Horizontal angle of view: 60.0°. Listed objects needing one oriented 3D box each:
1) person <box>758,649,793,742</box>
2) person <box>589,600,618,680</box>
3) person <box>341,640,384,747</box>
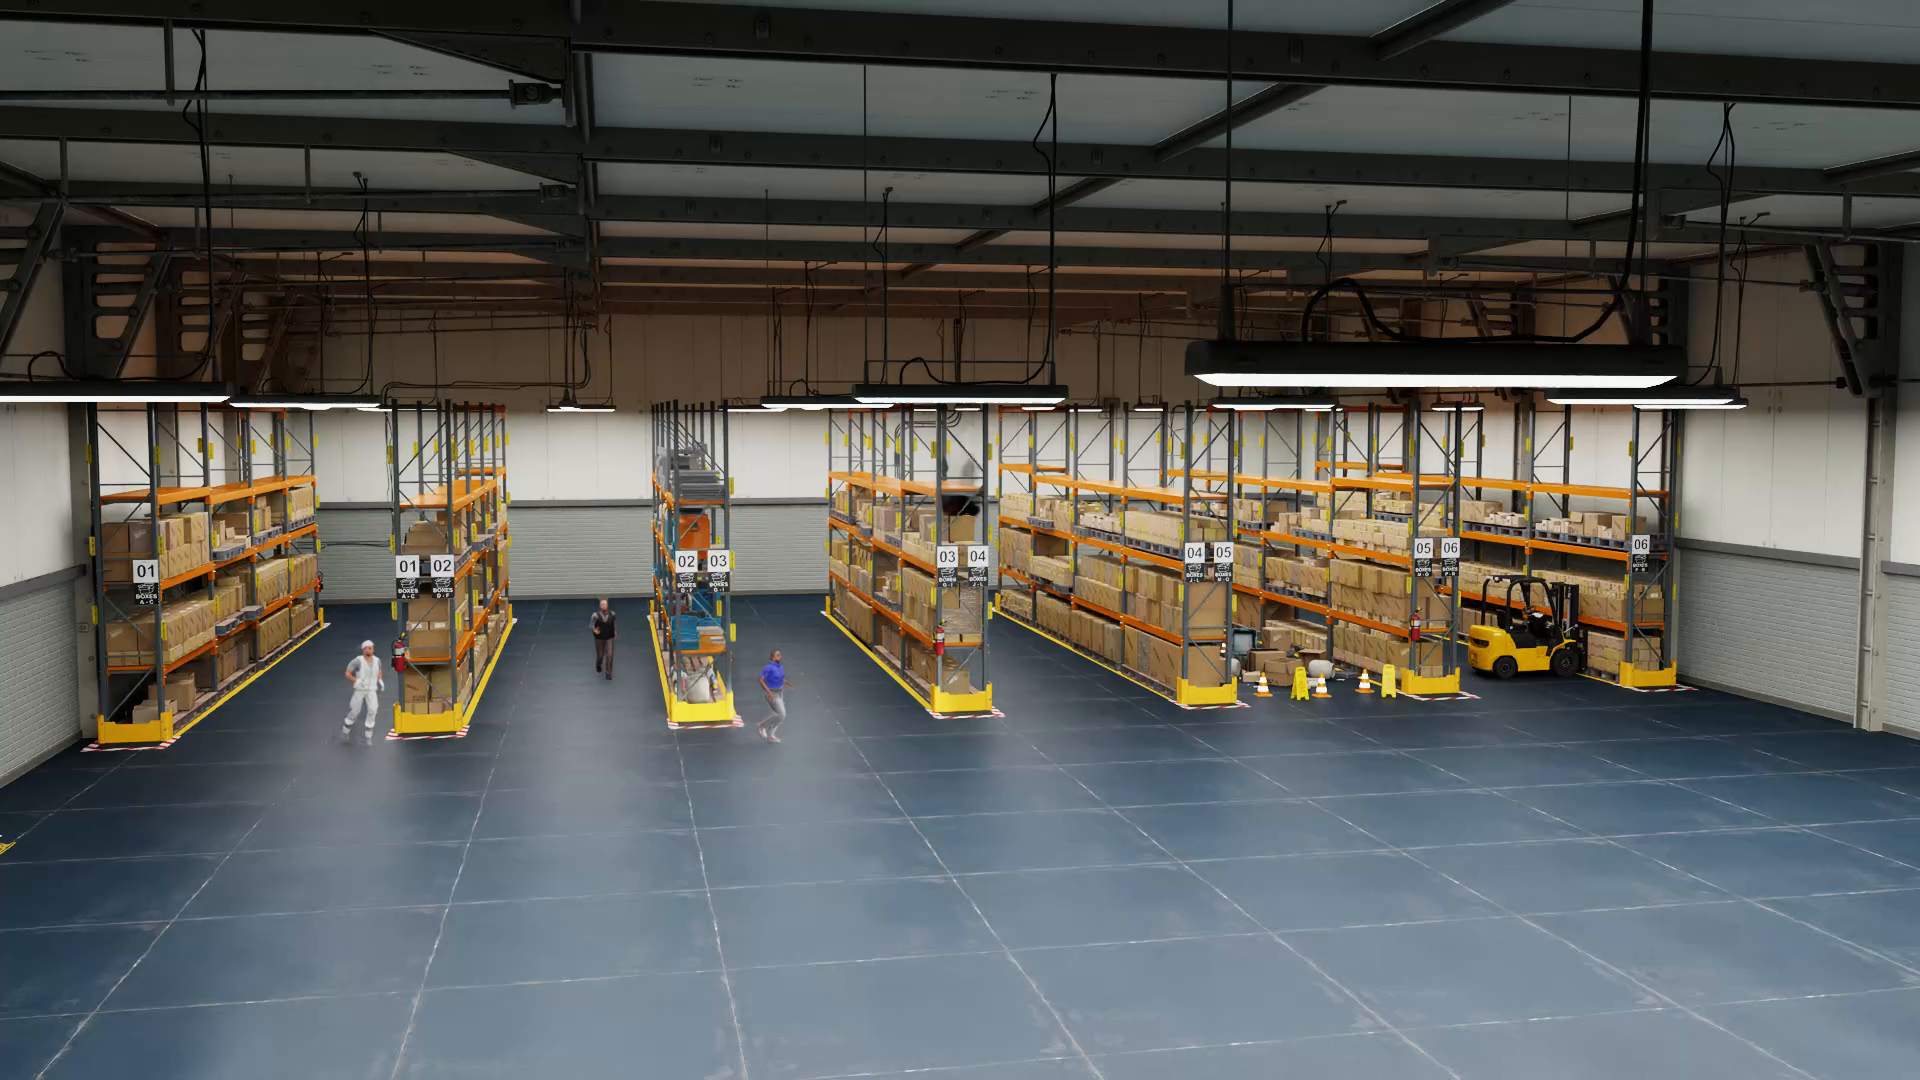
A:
[{"bbox_3d":[-3.211,2.730,29.144,0.572,1.613,0.565,2,5,24],"label":"person"},{"bbox_3d":[-7.732,2.146,36.110,0.648,1.712,0.934,-2,5,-20],"label":"person"},{"bbox_3d":[-10.352,2.649,28.989,0.723,1.797,0.875,-4,6,-41],"label":"person"}]
